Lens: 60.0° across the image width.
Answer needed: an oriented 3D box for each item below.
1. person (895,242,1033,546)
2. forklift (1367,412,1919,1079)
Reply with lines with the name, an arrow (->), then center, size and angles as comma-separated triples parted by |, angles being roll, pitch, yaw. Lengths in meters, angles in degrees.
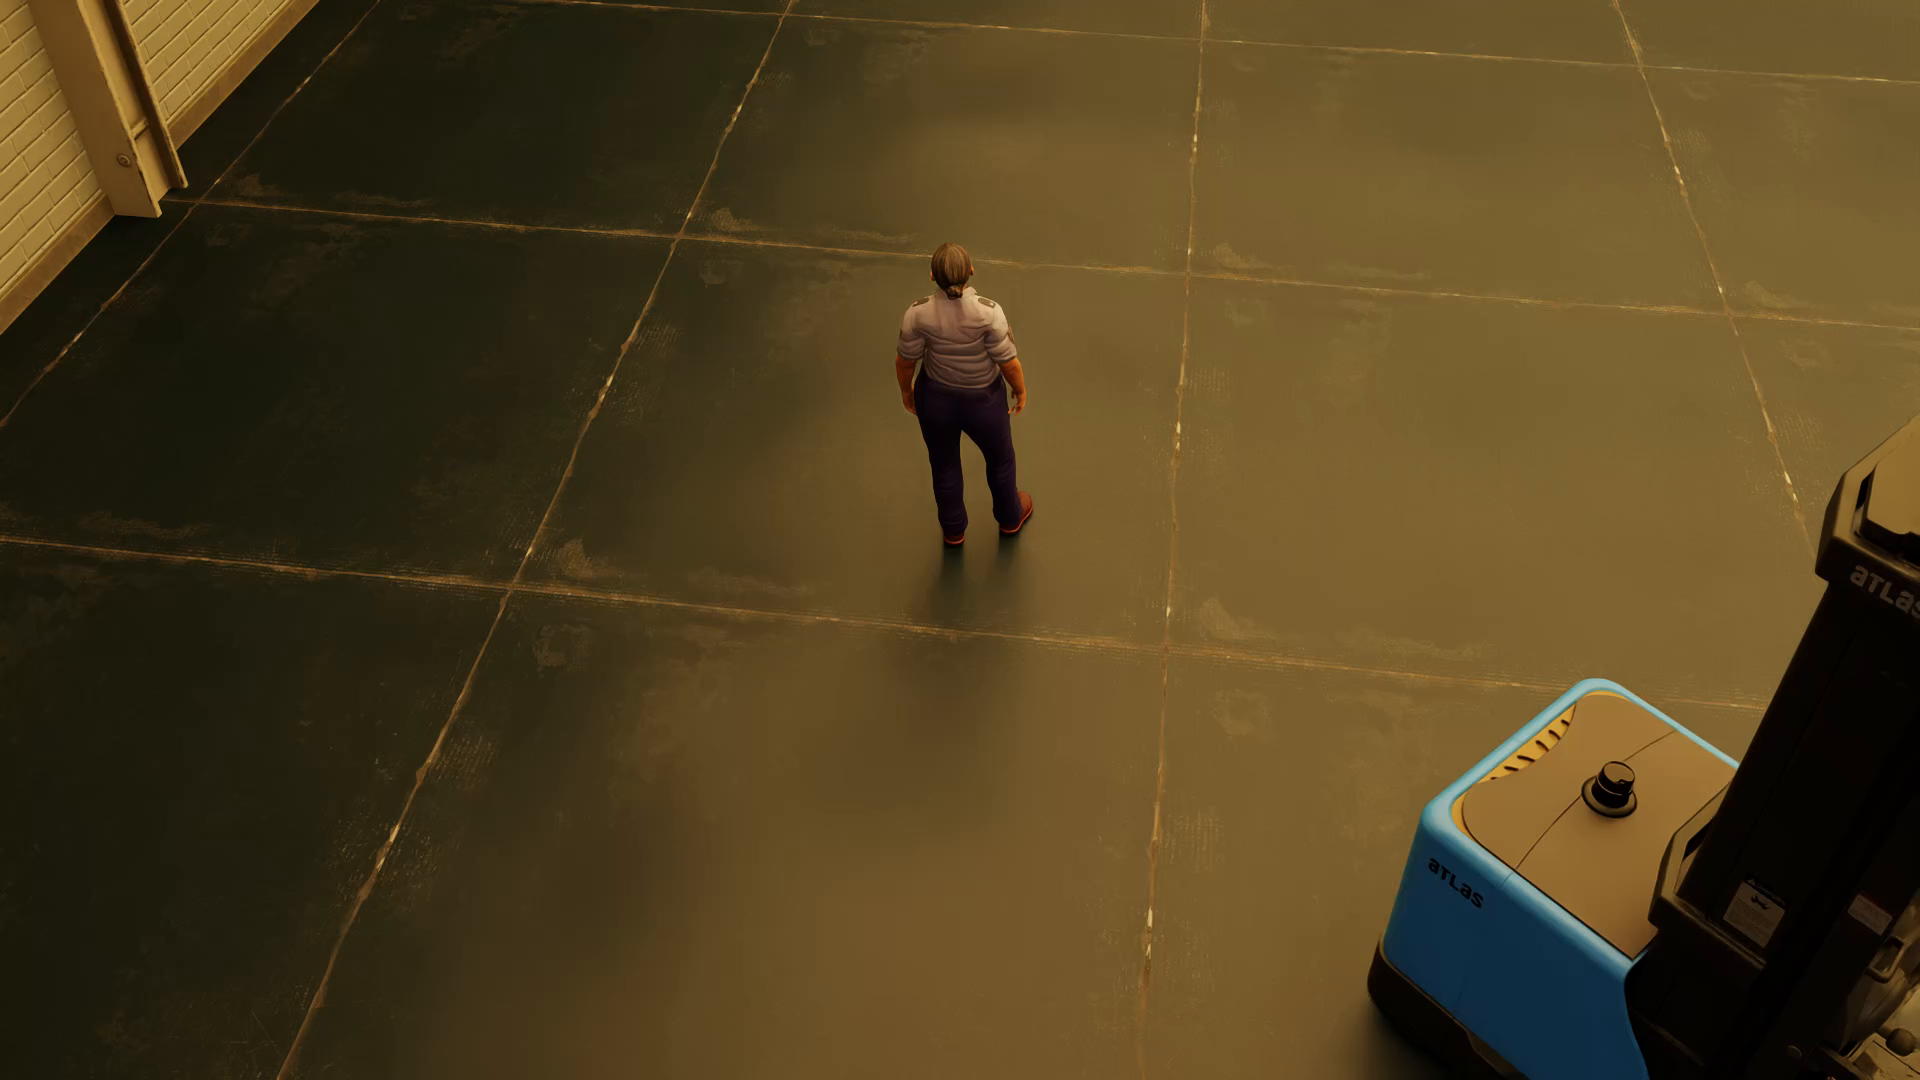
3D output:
person -> 0.035, -0.670, 7.392 | 0.598, 1.651, 0.502 | 5, 43, 6
forklift -> 2.806, 1.142, 4.481 | 1.130, 2.935, 3.031 | -30, 50, -28
